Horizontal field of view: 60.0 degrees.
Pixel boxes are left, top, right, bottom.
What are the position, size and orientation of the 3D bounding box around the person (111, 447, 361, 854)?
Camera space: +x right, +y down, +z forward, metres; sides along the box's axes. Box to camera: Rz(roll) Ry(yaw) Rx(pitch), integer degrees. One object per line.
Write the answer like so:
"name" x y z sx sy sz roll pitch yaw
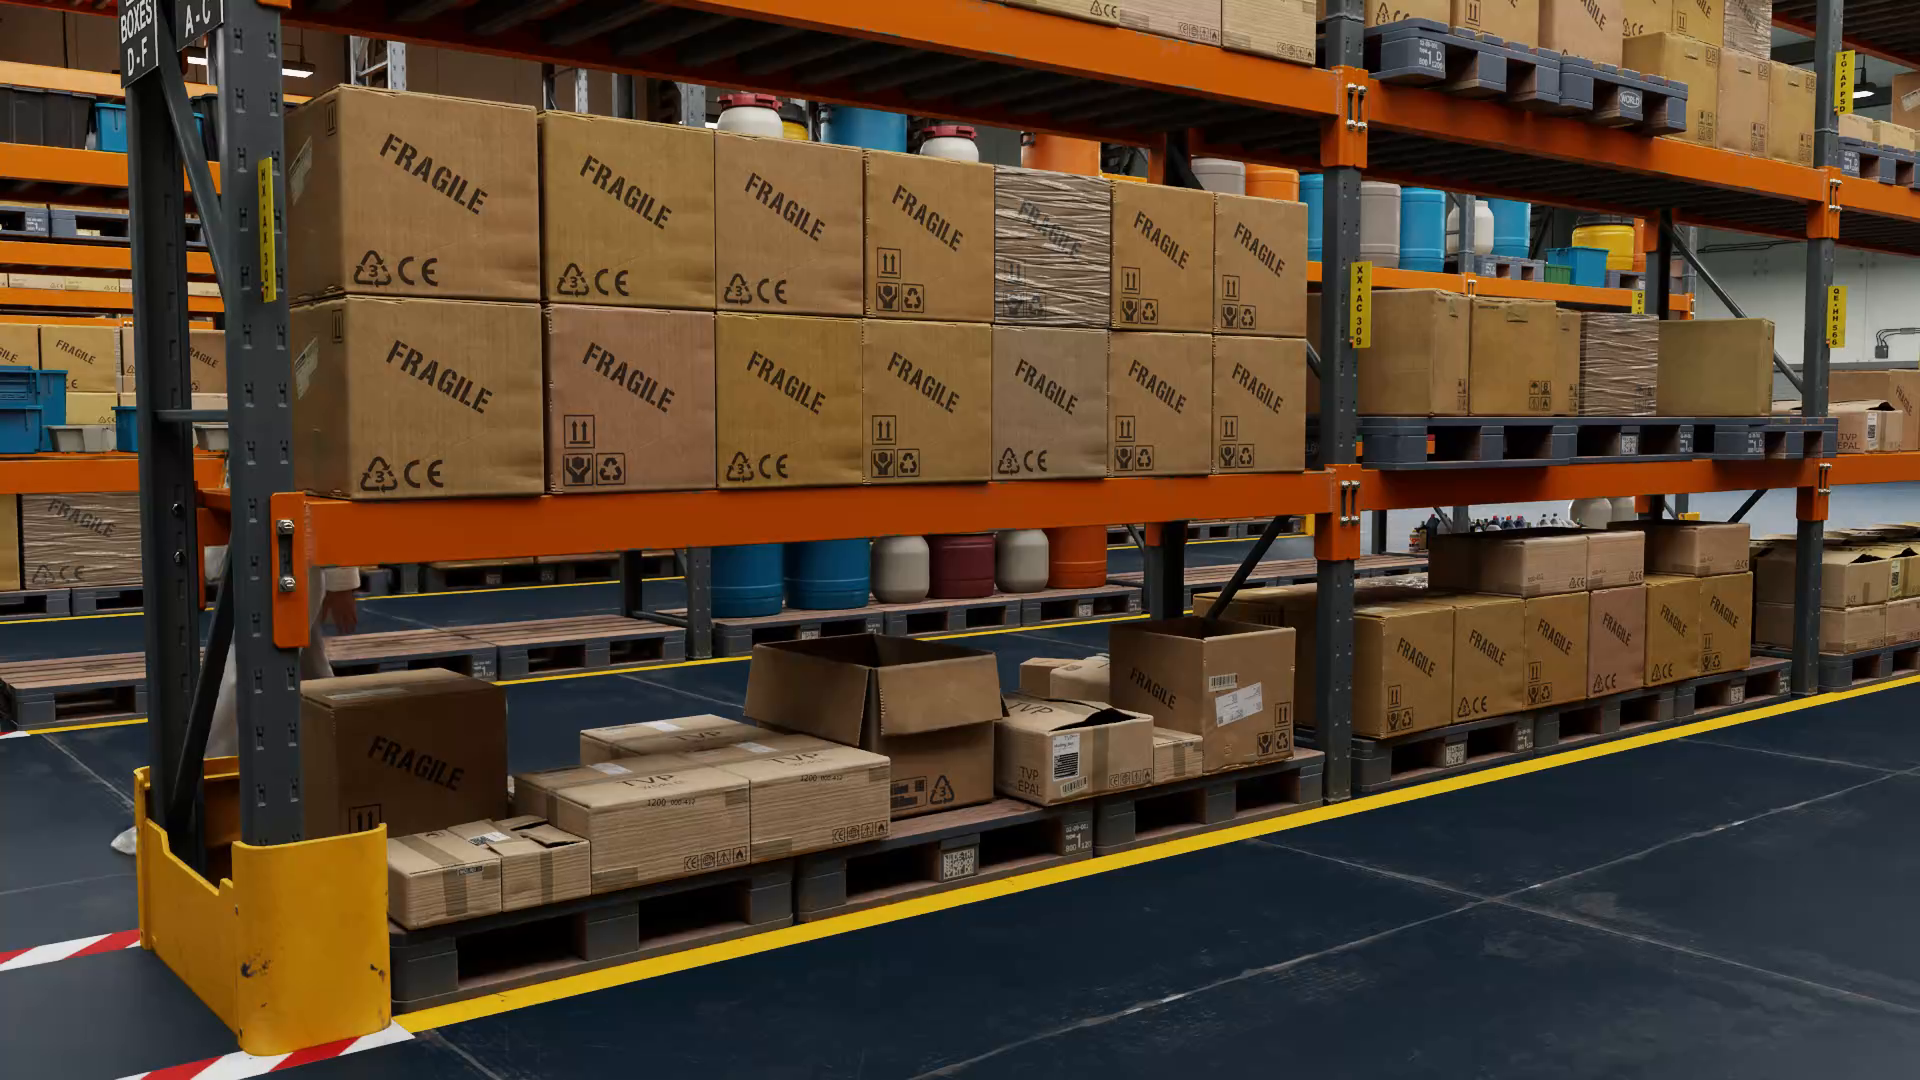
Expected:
"person" -2.561 0.164 5.962 1.048 1.731 0.567 -4 6 -44
